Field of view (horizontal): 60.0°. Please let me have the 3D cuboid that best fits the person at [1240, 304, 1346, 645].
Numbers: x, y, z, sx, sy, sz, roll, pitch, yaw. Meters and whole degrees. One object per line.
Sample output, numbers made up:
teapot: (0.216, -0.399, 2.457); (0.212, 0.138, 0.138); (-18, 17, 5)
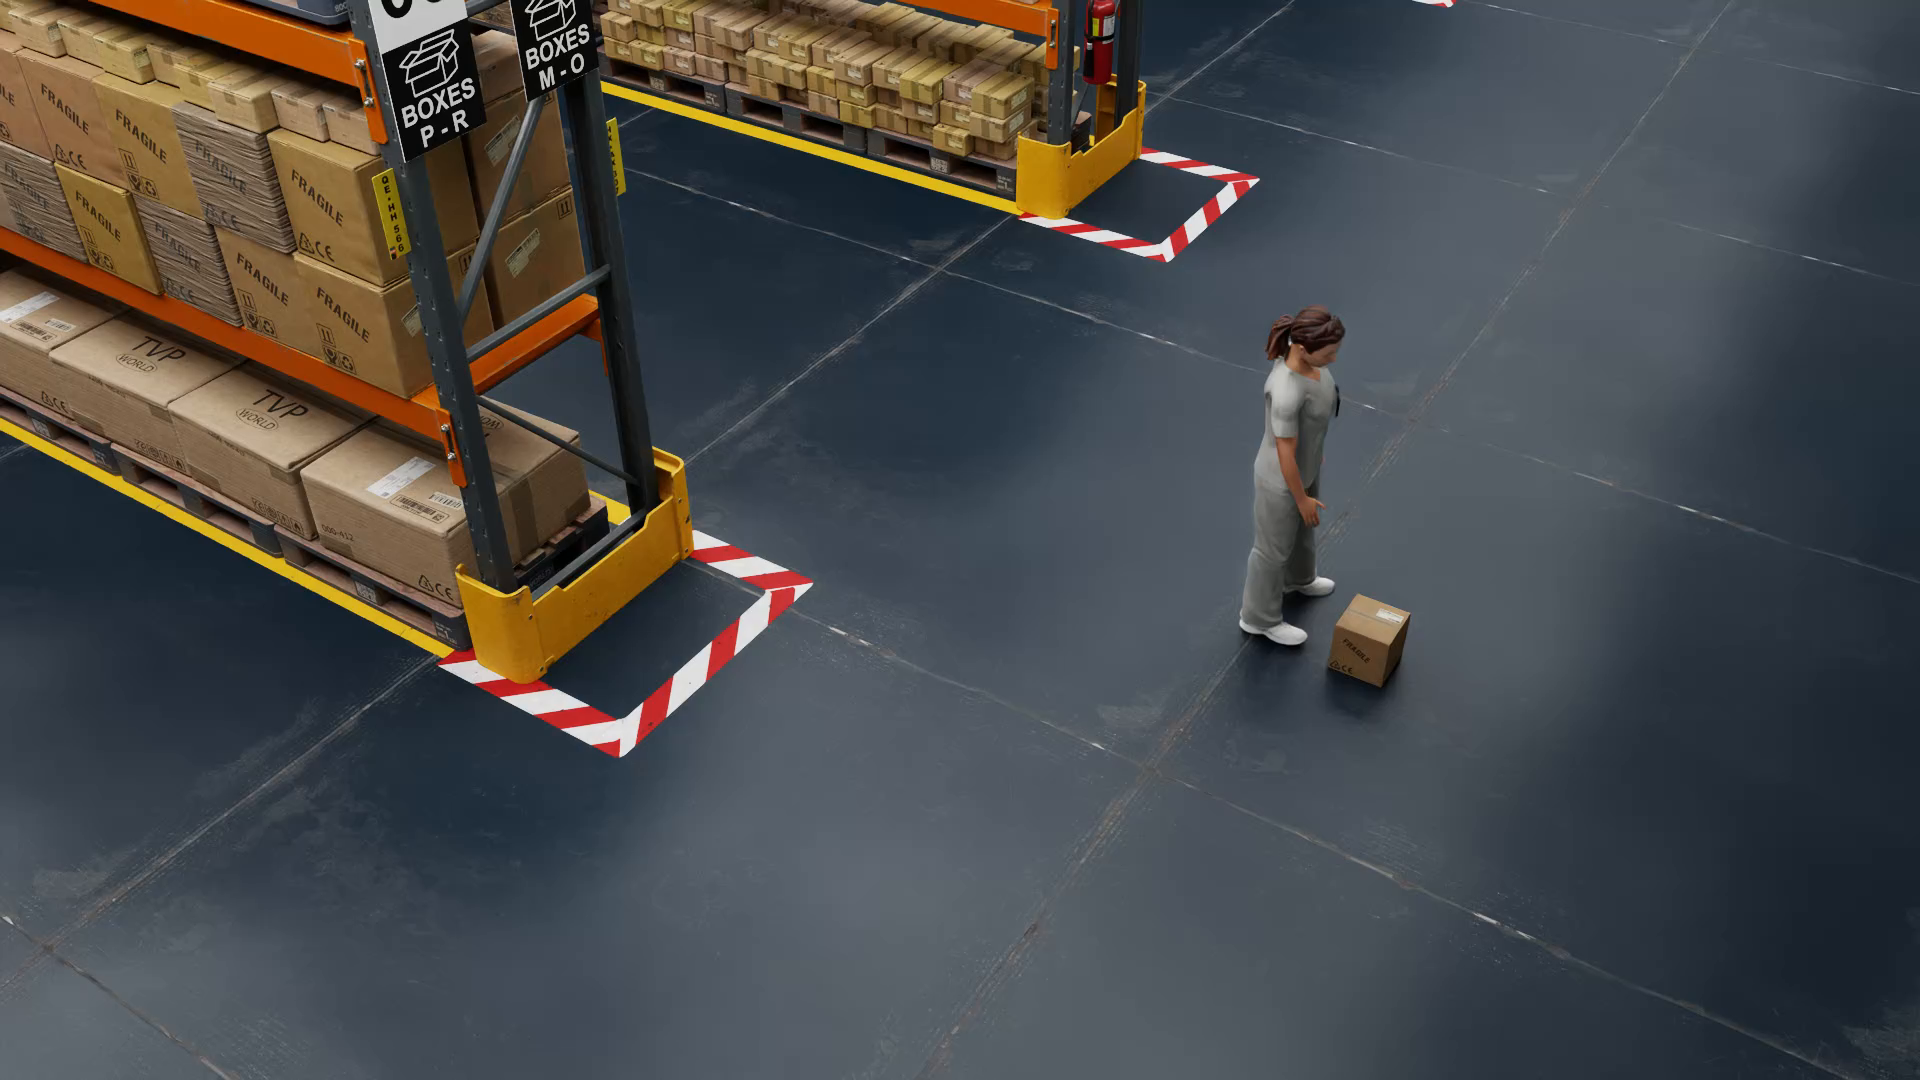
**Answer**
person: (1.439, -0.310, 7.053); (0.415, 1.692, 0.627); (14, 41, 17)
